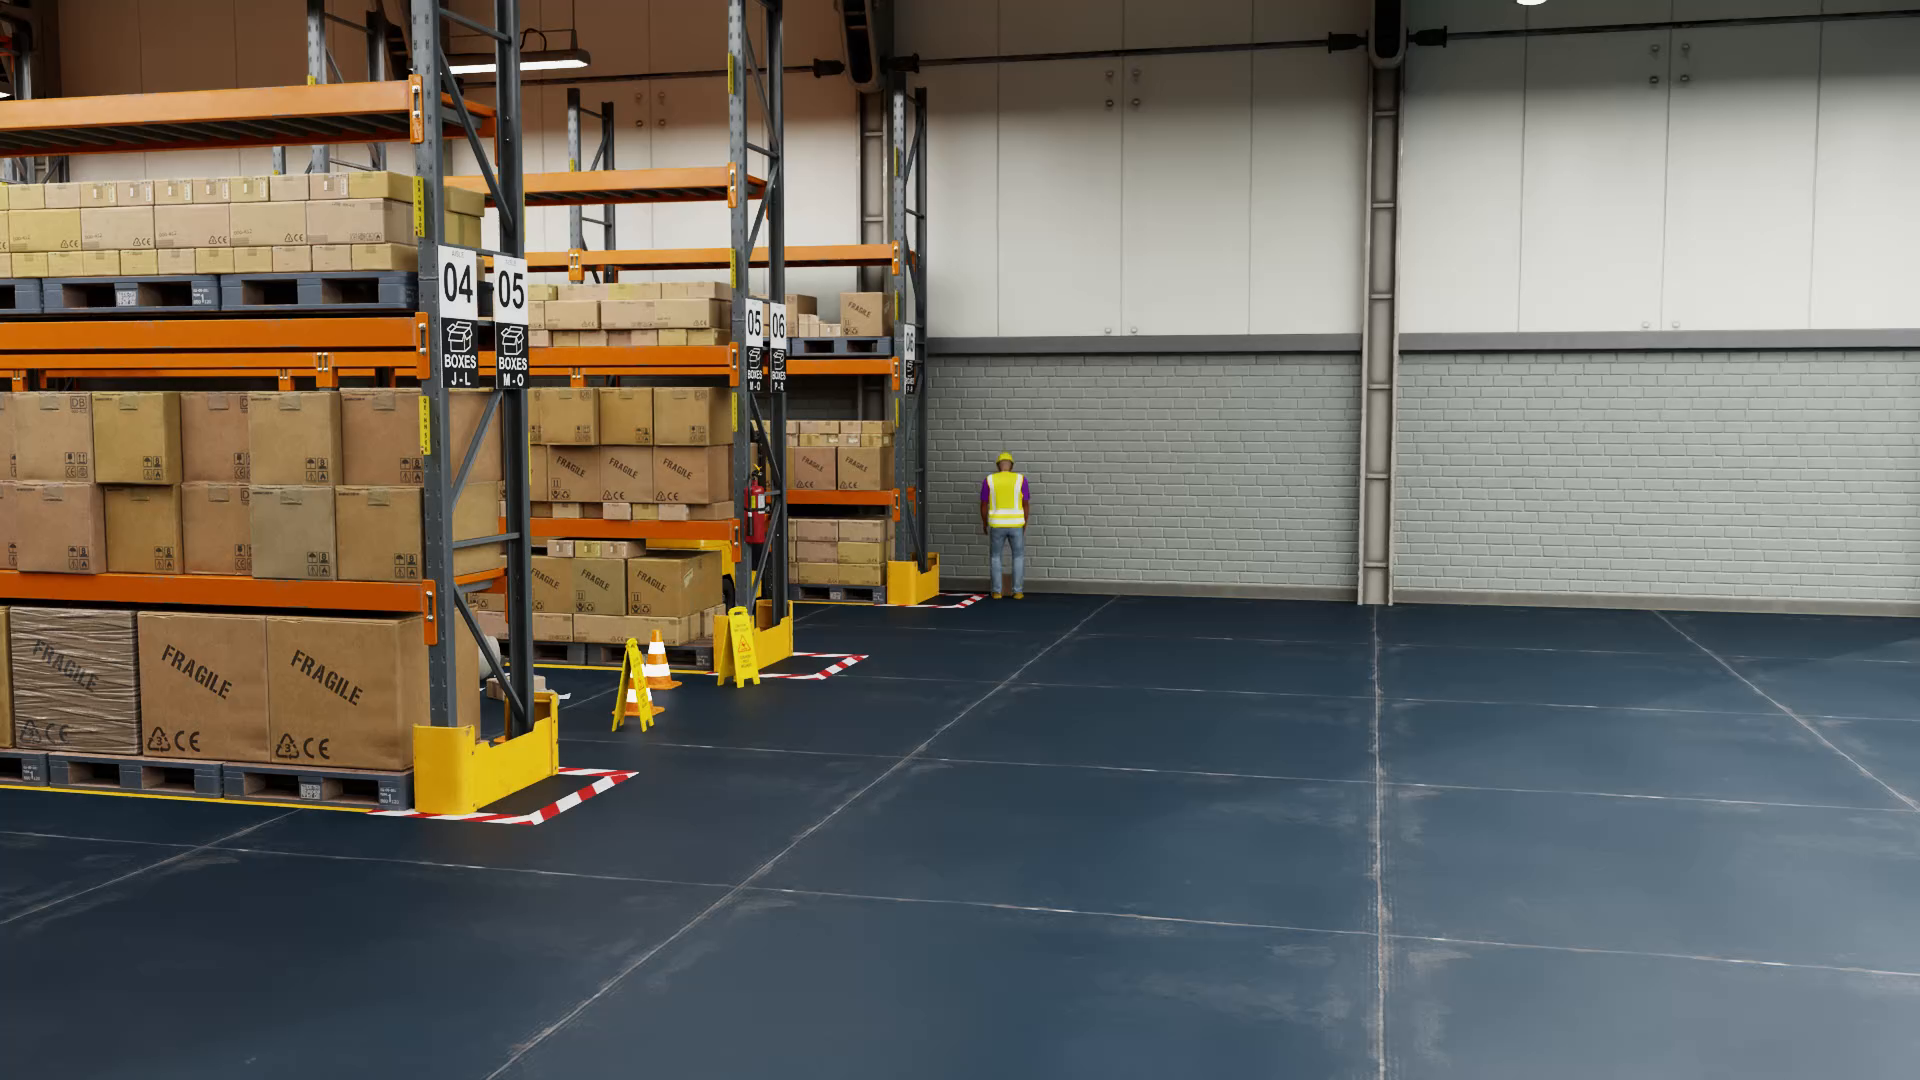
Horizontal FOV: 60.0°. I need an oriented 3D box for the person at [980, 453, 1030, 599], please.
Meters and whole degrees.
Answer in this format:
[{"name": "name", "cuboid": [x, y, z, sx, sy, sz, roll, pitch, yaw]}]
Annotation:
[{"name": "person", "cuboid": [0.531, -0.169, 19.715, 0.591, 1.719, 0.453, 0, 5, 4]}]
